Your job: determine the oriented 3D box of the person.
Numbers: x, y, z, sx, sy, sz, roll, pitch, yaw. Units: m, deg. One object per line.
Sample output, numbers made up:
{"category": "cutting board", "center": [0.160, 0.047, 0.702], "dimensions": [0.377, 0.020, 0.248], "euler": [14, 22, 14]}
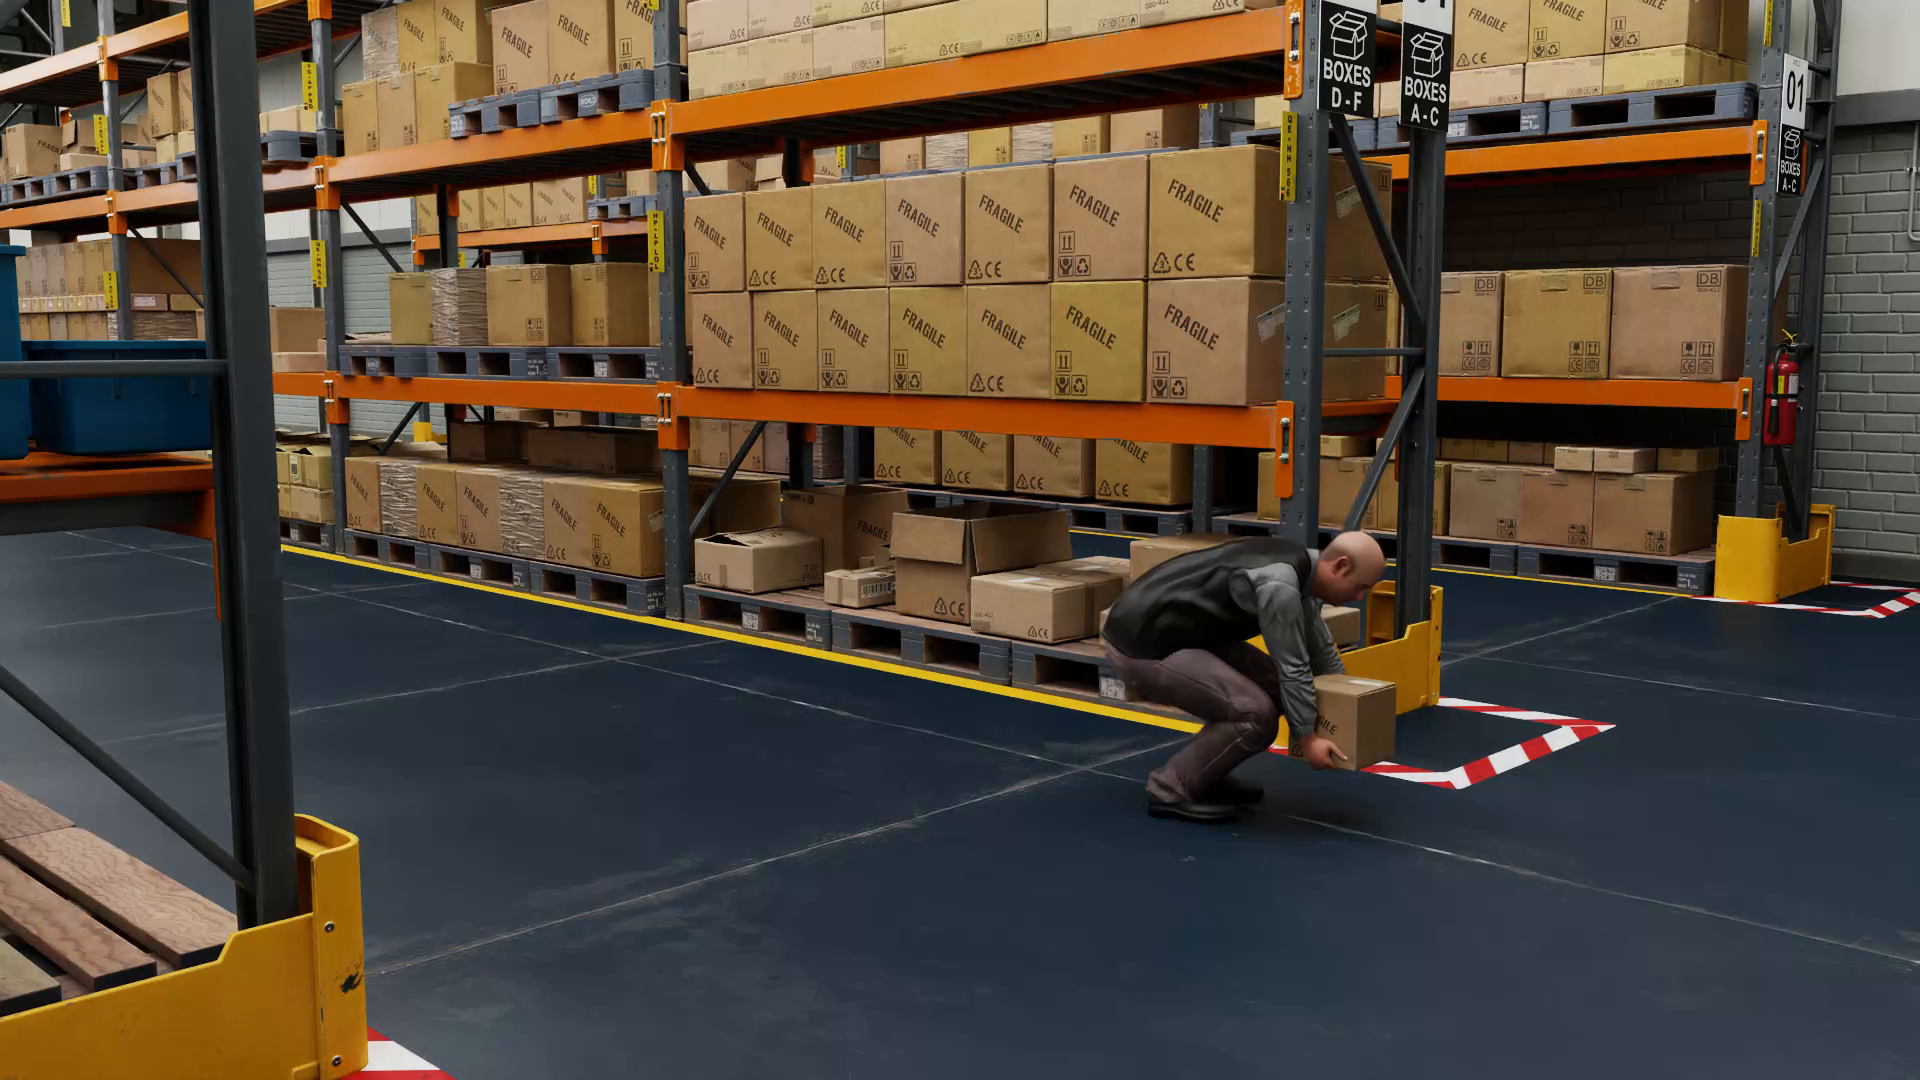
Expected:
{"category": "person", "center": [0.947, 0.436, 5.506], "dimensions": [0.937, 0.950, 0.503], "euler": [2, 7, 15]}
